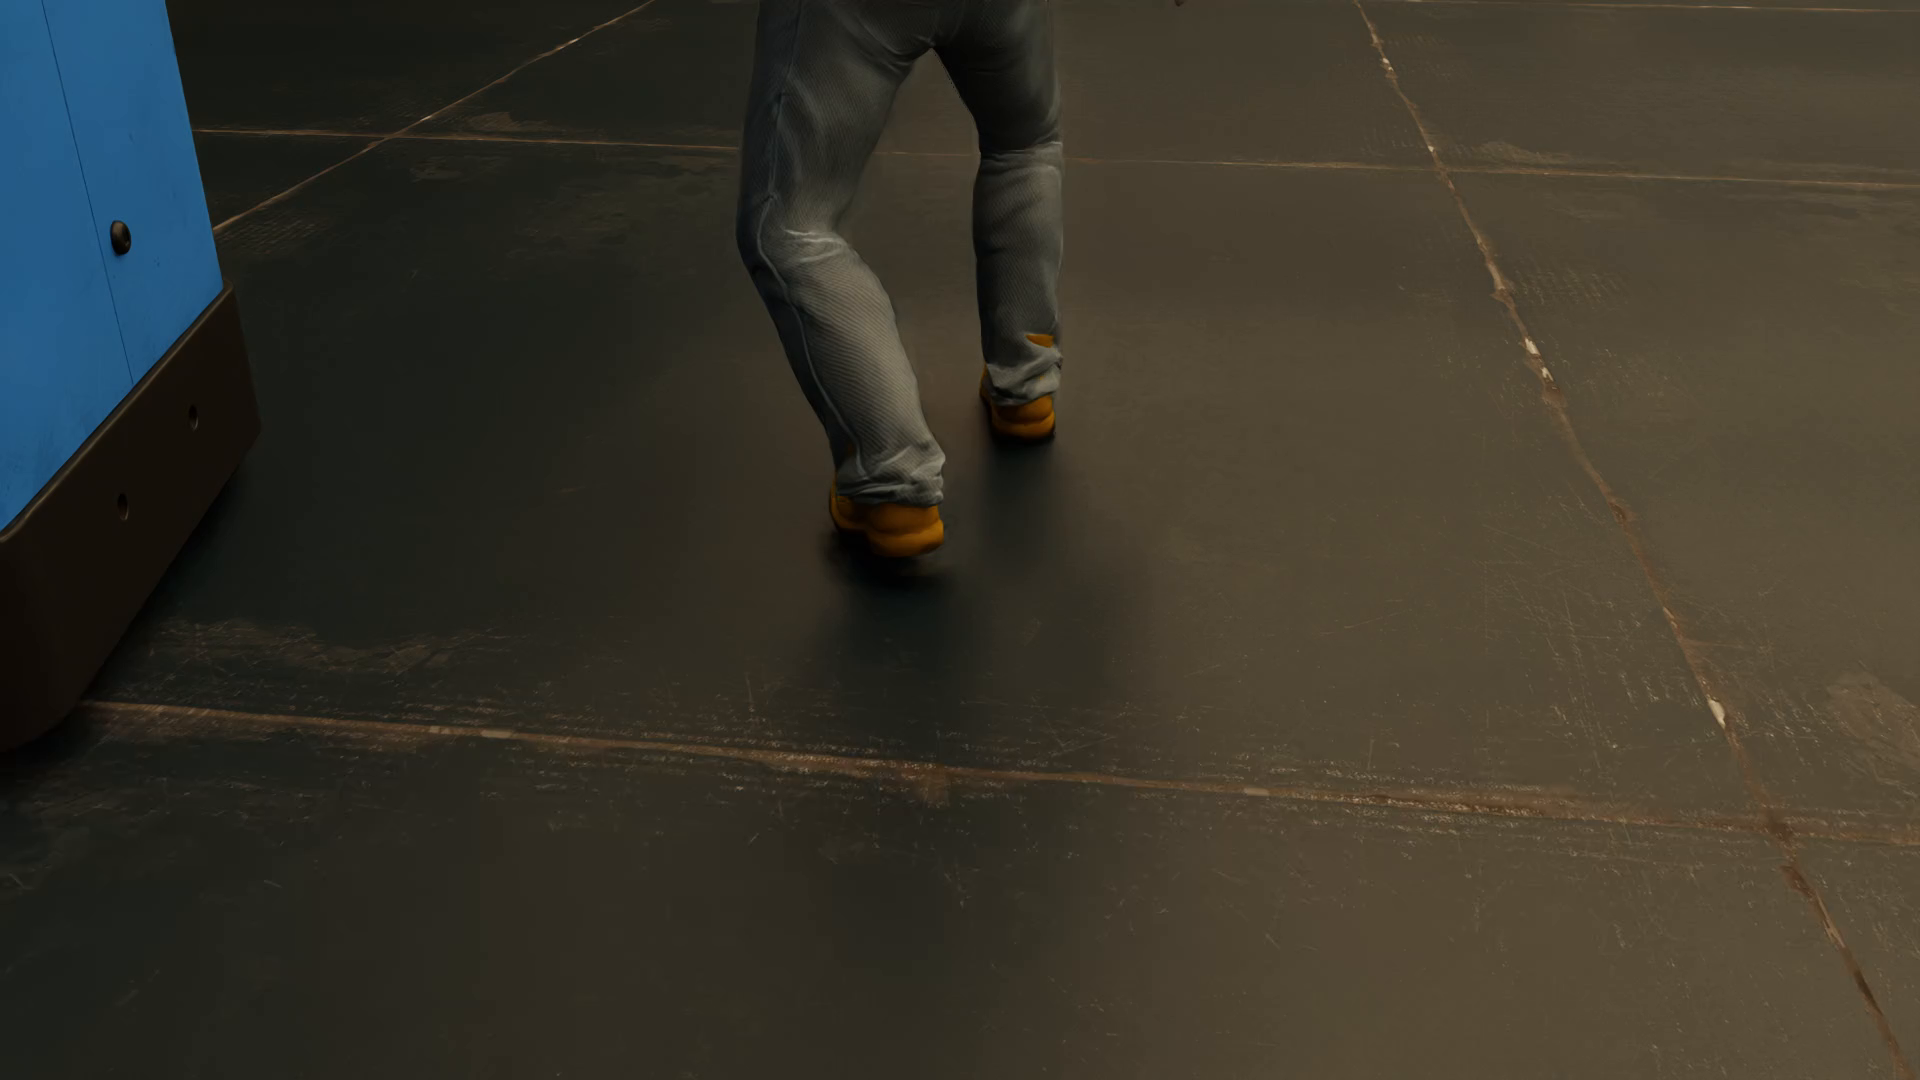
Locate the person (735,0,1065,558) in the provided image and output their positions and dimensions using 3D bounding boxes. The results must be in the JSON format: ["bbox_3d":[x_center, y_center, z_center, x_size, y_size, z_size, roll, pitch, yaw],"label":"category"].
[{"bbox_3d":[0.012,-0.892,2.487,0.861,1.591,0.866,-16,31,-29],"label":"person"}]

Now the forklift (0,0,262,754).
[{"bbox_3d":[-2.588,-1.157,1.536,3.031,2.935,1.130,-3,27,-6],"label":"forklift"}]
